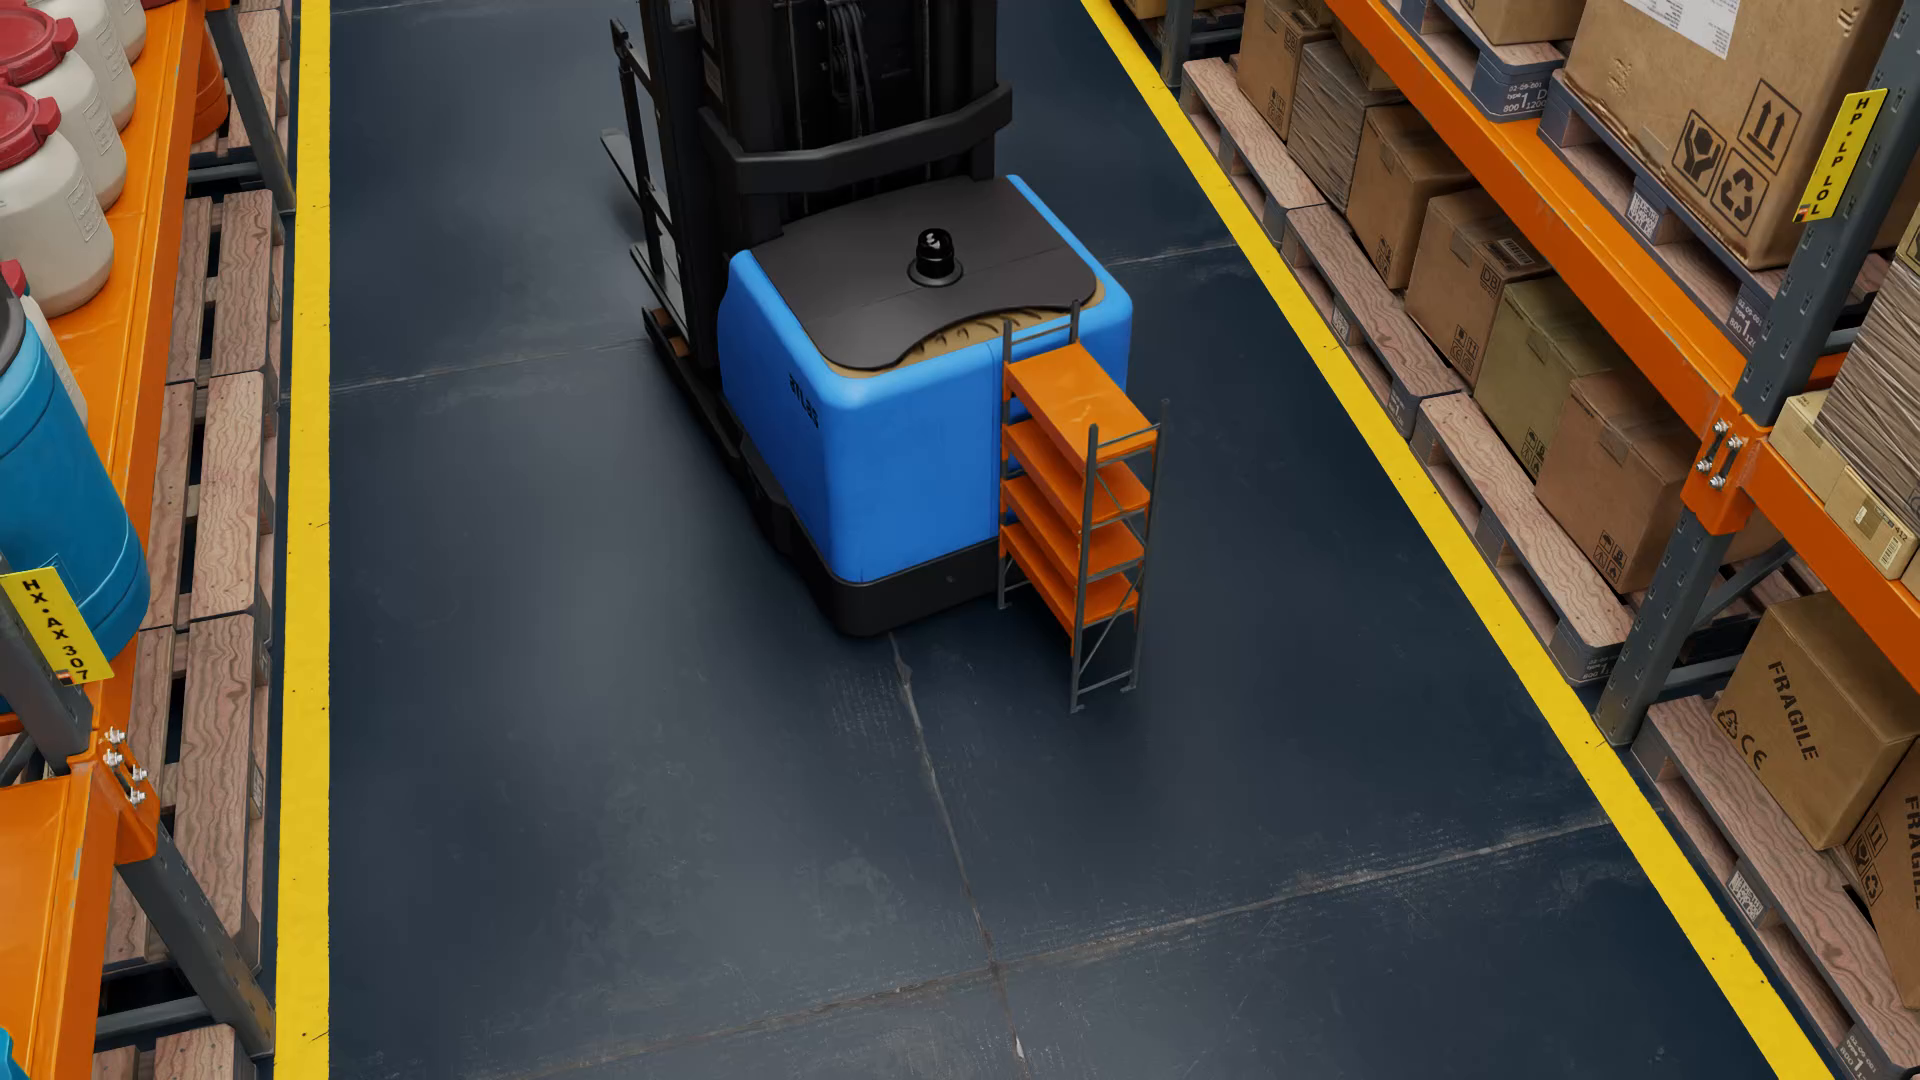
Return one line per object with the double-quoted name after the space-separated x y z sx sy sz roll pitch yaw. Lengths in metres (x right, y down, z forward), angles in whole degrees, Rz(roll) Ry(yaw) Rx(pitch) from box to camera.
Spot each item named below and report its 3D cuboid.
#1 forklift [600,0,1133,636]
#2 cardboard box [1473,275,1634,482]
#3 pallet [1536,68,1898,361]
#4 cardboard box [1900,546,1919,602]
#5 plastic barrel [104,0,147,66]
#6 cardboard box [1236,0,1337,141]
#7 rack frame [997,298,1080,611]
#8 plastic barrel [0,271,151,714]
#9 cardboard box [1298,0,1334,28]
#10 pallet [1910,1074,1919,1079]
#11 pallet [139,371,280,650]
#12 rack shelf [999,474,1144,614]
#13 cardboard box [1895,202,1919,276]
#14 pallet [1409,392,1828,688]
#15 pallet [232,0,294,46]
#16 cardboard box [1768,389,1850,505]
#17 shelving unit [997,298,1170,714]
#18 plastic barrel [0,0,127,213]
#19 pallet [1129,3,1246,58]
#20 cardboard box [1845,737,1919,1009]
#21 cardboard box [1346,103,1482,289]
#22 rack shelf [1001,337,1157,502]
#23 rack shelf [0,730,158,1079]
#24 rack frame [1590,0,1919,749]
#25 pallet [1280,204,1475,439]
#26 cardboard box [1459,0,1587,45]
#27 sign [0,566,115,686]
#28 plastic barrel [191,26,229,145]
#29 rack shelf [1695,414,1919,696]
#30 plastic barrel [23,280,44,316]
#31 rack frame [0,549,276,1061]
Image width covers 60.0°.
-0.572 -1.773 5.436 1.130 2.935 3.031 -20 49 -18 "forklift"
2.232 -0.581 5.661 0.700 0.500 0.500 -11 47 -11 "cardboard box"
2.417 -1.028 4.792 1.003 0.211 1.213 -11 47 -10 "pallet"
2.379 0.093 3.735 0.380 0.149 0.250 -11 47 -10 "cardboard box"
-2.870 -1.765 5.301 0.421 0.512 0.421 0 46 0 "plastic barrel"
1.639 -2.123 7.172 0.700 0.500 0.500 -13 47 -12 "cardboard box"
0.232 -0.228 5.134 0.240 1.200 0.015 -20 49 -18 "rack frame"
-2.122 -0.133 3.429 0.600 0.901 0.708 -11 47 -10 "plastic barrel"
1.649 -2.387 6.906 0.500 0.250 0.500 -9 46 -9 "cardboard box"
2.994 1.736 3.901 1.003 0.211 1.213 -11 47 -10 "pallet"
-2.870 -0.039 5.640 1.003 0.211 1.213 -11 47 -10 "pallet"
0.341 -0.025 5.029 0.258 0.148 0.480 -20 49 -18 "rack shelf"
2.342 -0.673 3.331 0.500 0.500 0.500 -11 47 -10 "cardboard box"
2.272 -0.102 5.703 1.003 0.211 1.213 -11 47 -10 "pallet"
-3.890 -2.799 8.345 1.003 0.211 1.213 -11 47 -10 "pallet"
2.237 -0.250 4.070 0.380 0.149 0.250 -11 47 -10 "cardboard box"
0.341 -0.072 4.981 0.258 1.200 0.503 -20 49 -18 "shelving unit"
-2.647 -1.189 4.720 0.433 0.535 0.433 0 46 0 "plastic barrel"
1.319 -2.885 8.429 1.003 0.211 1.213 -11 47 -10 "pallet"
2.690 0.864 4.259 0.500 0.500 0.500 3 46 2 "cardboard box"
1.945 -1.352 6.417 0.700 0.500 0.500 -7 46 -7 "cardboard box"
0.341 -0.347 4.700 0.258 0.148 0.480 -20 49 -18 "rack shelf"
-1.804 1.997 2.196 1.077 0.370 4.000 -11 47 -10 "rack shelf"
2.472 -0.541 4.180 1.000 3.000 0.127 -11 47 -10 "rack frame"
1.956 -0.946 6.530 1.003 0.211 1.213 -11 47 -10 "pallet"
1.939 -1.904 5.150 0.797 0.503 0.637 -6 46 -6 "cardboard box"
-1.781 0.175 3.285 0.100 0.325 0.005 -11 47 -10 "sign"
-3.481 -2.119 6.952 0.600 0.830 0.708 -11 47 -10 "plastic barrel"
2.984 1.091 3.084 1.077 0.370 4.000 -11 47 -10 "rack shelf"
-2.506 -0.529 4.265 0.301 0.262 0.301 0 46 0 "plastic barrel"
-2.316 0.364 3.293 1.000 3.000 0.127 -11 47 -10 "rack frame"
